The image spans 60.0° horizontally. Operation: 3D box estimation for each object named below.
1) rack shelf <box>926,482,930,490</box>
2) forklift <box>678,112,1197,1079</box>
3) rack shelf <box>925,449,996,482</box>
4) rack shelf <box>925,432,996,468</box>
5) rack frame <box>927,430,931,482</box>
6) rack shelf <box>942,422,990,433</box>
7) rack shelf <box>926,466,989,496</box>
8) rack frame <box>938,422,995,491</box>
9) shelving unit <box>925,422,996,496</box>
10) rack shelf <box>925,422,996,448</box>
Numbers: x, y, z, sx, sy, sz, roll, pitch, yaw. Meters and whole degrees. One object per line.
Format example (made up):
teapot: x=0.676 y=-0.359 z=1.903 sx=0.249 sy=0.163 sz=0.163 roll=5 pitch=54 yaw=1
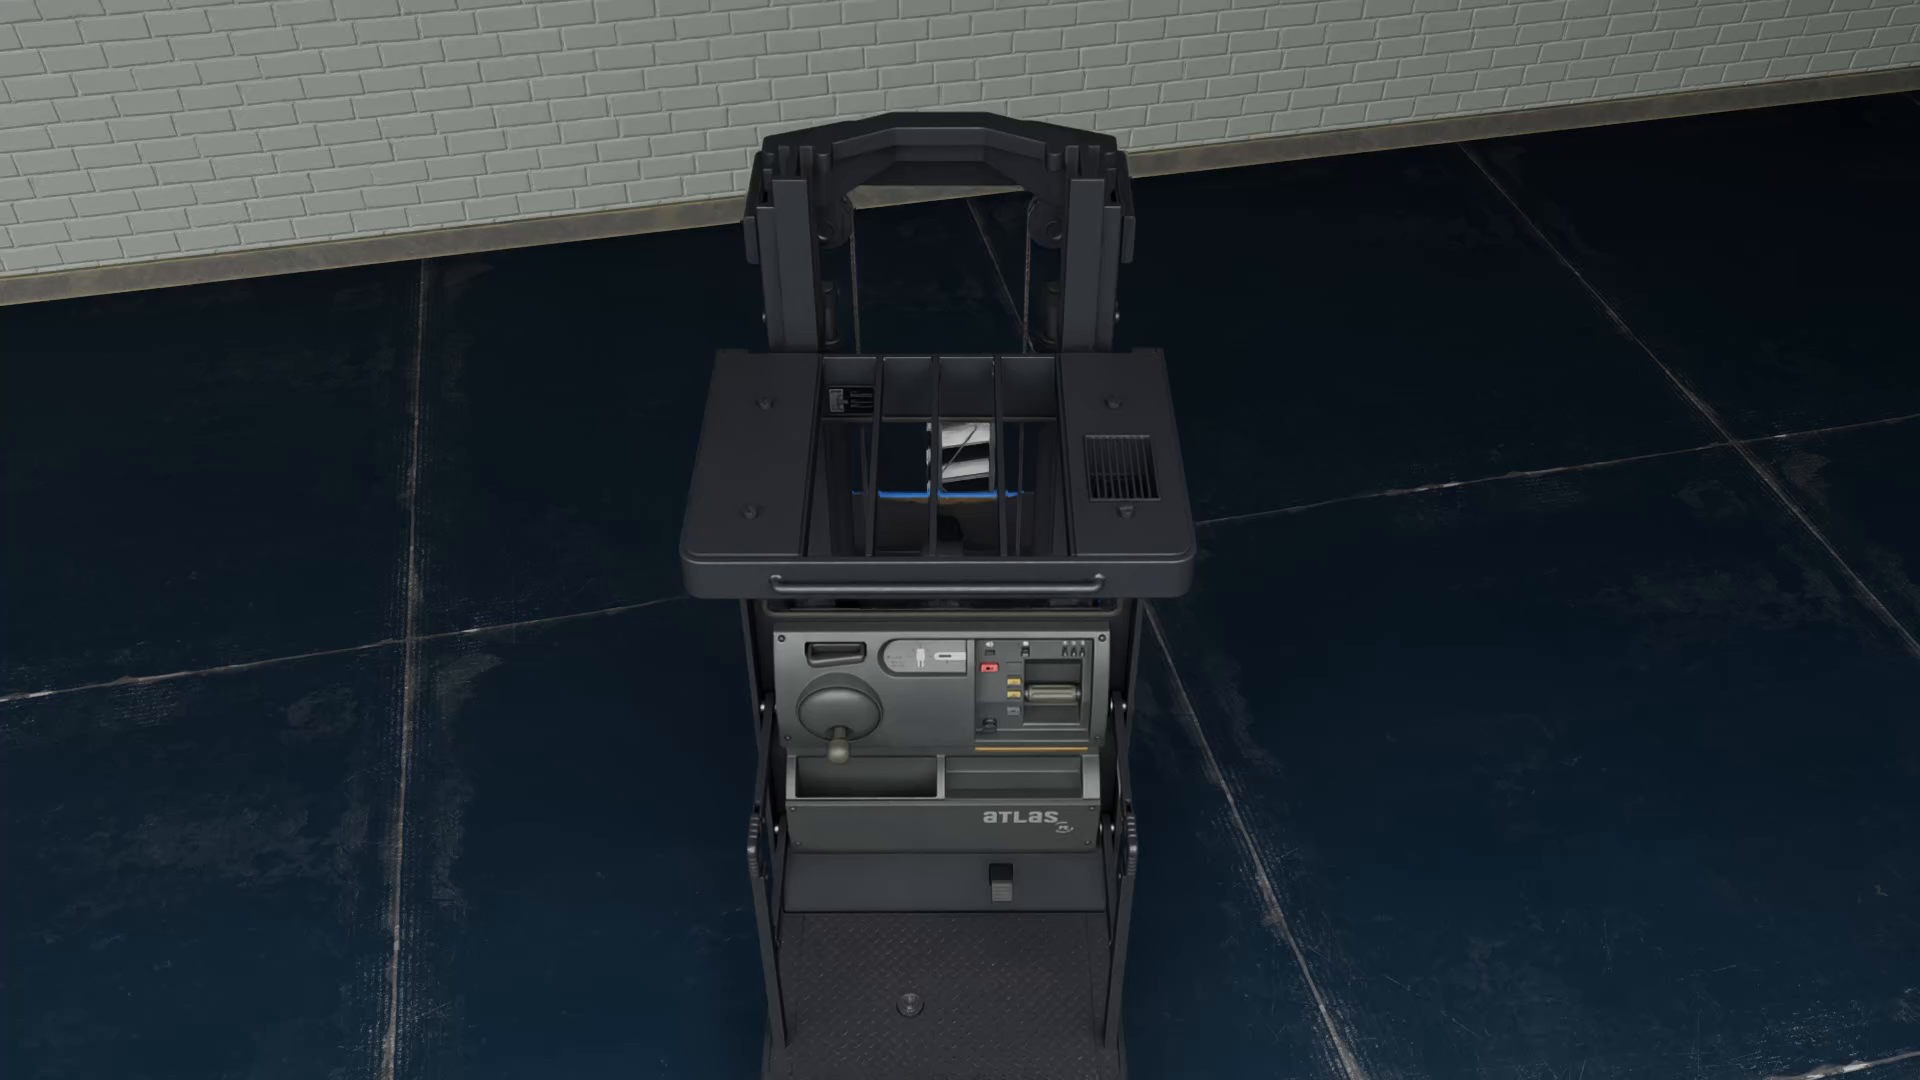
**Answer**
rack shelf: x=0.002 y=-0.172 z=7.087 sx=0.258 sy=0.077 sz=0.200 roll=-8 pitch=42 yaw=-9
forklift: x=-0.047 y=0.506 z=4.472 sx=1.130 sy=2.935 sz=3.031 roll=0 pitch=42 yaw=0
rack shelf: x=0.002 y=-0.306 z=6.967 sx=0.258 sy=0.077 sz=0.200 roll=-8 pitch=42 yaw=-9
rack shelf: x=0.002 y=-0.374 z=6.908 sx=0.258 sy=0.077 sz=0.200 roll=-8 pitch=42 yaw=-9
rack frame: x=-0.020 y=-0.397 z=7.020 sx=0.240 sy=0.900 sz=0.006 roll=-8 pitch=42 yaw=-9
rack shelf: x=0.002 y=-0.508 z=6.788 sx=0.258 sy=0.077 sz=0.200 roll=-8 pitch=42 yaw=-9
rack shelf: x=0.002 y=-0.239 z=7.027 sx=0.258 sy=0.077 sz=0.200 roll=-8 pitch=42 yaw=-9
rack frame: x=0.024 y=-0.265 z=6.871 sx=0.240 sy=0.900 sz=0.006 roll=-8 pitch=42 yaw=-9
shelving unit: x=0.002 y=-0.331 z=6.945 sx=0.258 sy=0.900 sz=0.210 roll=-8 pitch=42 yaw=-9
rack shelf: x=0.002 y=-0.441 z=6.848 sx=0.258 sy=0.077 sz=0.200 roll=-8 pitch=42 yaw=-9
